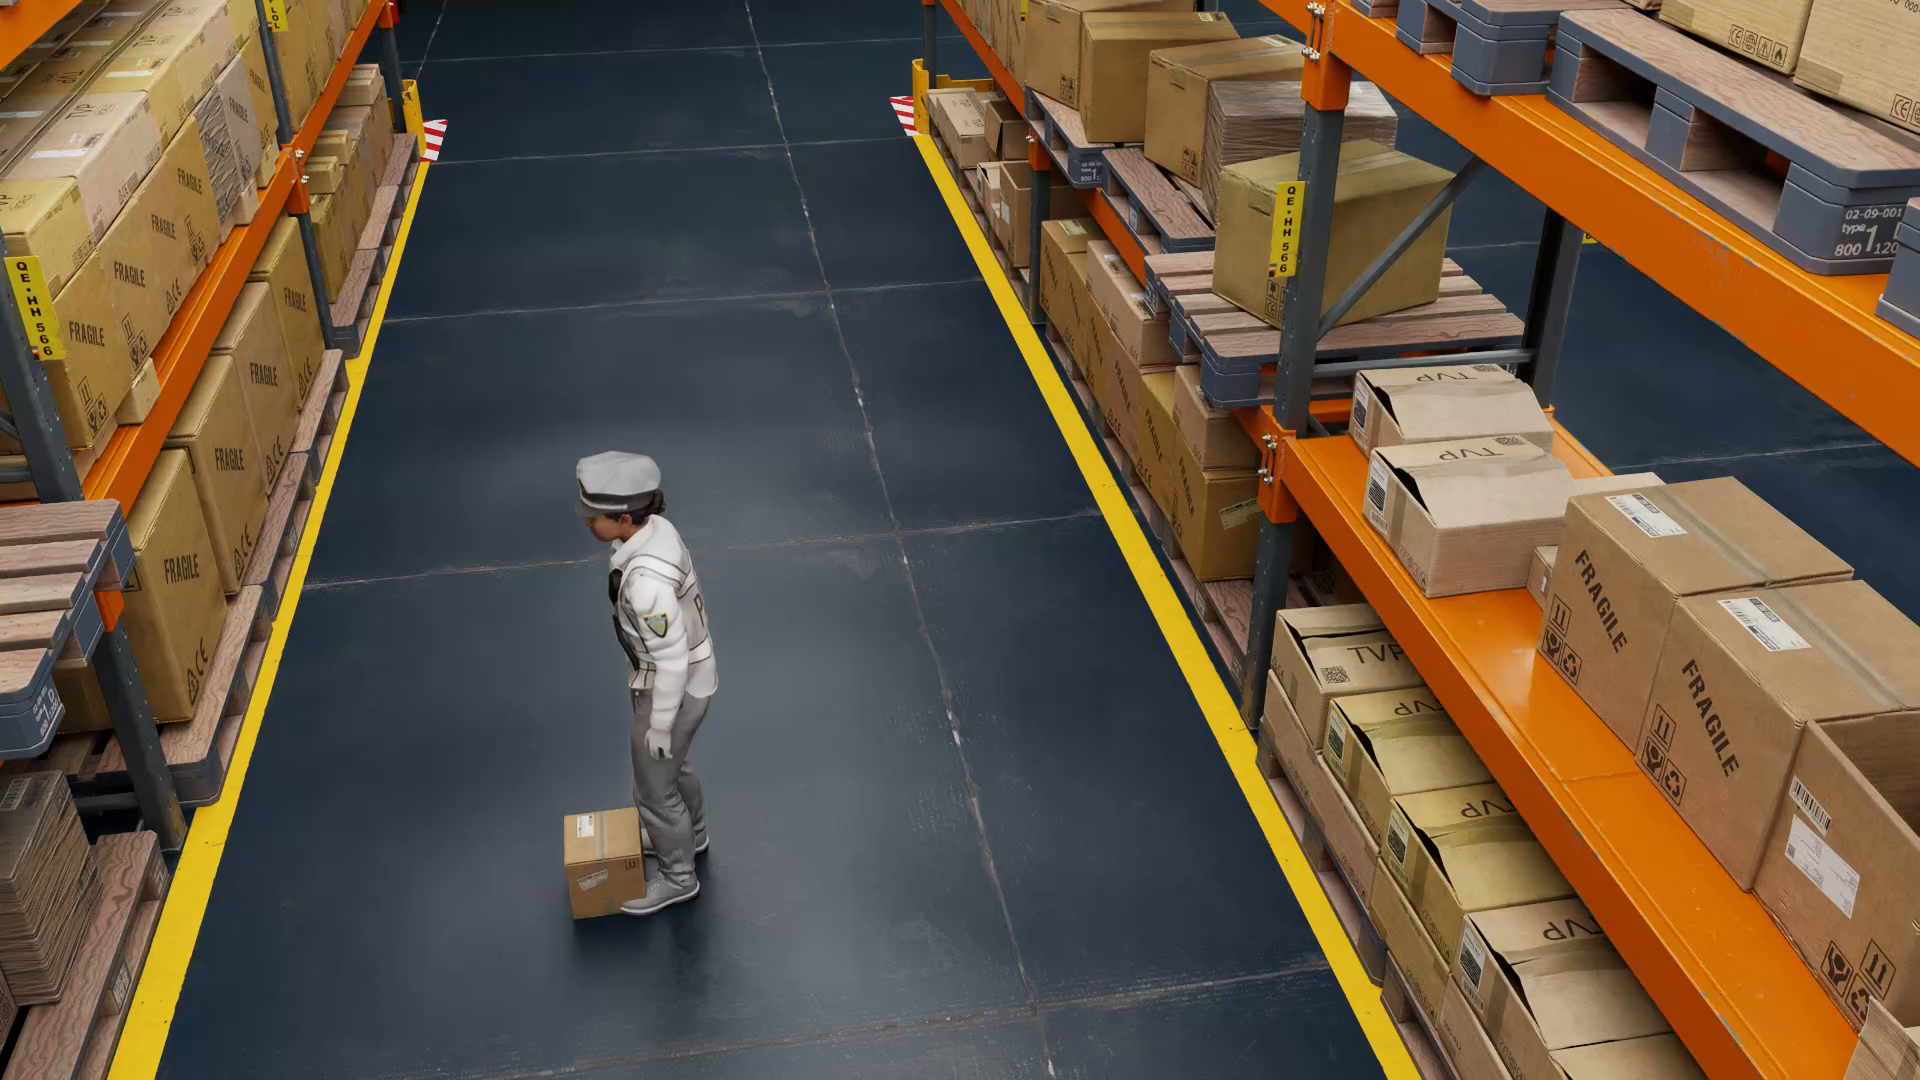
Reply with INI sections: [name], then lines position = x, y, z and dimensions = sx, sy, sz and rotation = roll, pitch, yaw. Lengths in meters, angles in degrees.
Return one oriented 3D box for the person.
[person]
position = -0.989, 0.469, 5.345
dimensions = 0.415, 1.662, 0.526
rotation = -7, 32, -12
